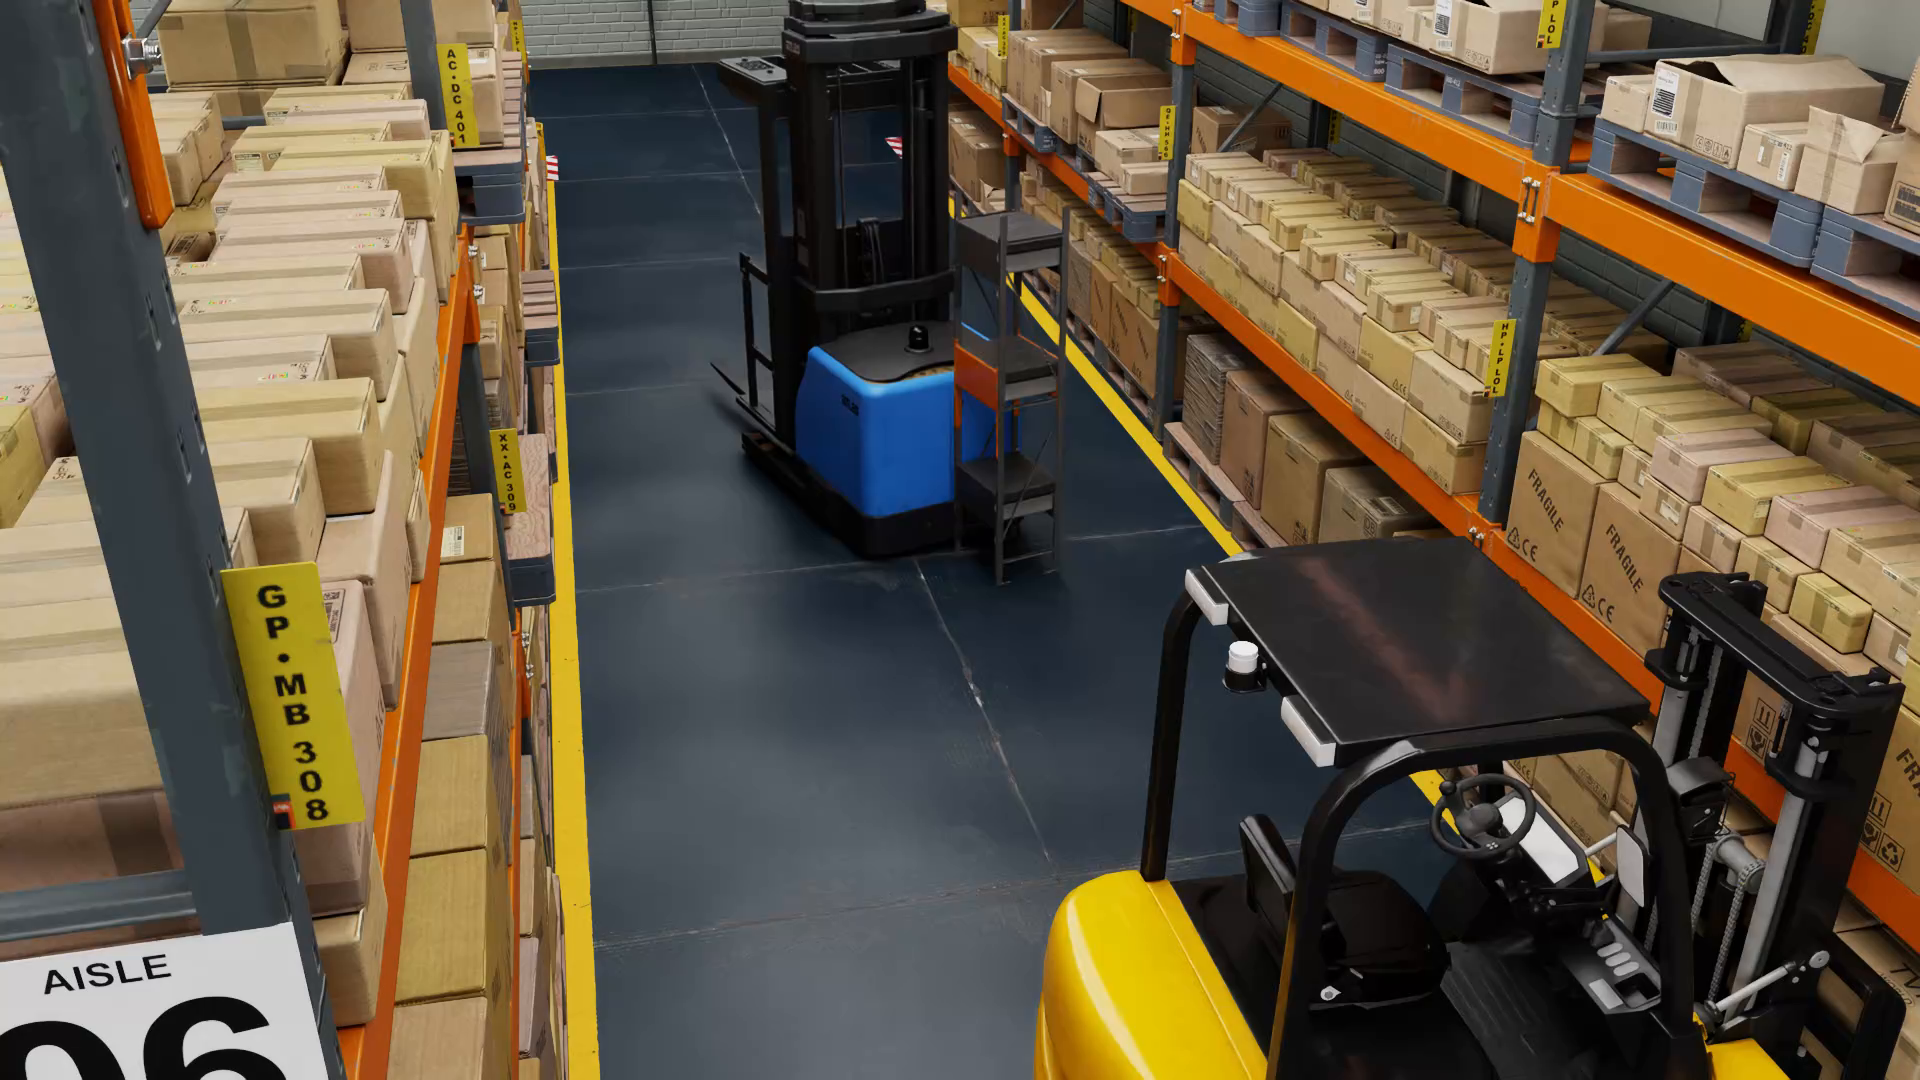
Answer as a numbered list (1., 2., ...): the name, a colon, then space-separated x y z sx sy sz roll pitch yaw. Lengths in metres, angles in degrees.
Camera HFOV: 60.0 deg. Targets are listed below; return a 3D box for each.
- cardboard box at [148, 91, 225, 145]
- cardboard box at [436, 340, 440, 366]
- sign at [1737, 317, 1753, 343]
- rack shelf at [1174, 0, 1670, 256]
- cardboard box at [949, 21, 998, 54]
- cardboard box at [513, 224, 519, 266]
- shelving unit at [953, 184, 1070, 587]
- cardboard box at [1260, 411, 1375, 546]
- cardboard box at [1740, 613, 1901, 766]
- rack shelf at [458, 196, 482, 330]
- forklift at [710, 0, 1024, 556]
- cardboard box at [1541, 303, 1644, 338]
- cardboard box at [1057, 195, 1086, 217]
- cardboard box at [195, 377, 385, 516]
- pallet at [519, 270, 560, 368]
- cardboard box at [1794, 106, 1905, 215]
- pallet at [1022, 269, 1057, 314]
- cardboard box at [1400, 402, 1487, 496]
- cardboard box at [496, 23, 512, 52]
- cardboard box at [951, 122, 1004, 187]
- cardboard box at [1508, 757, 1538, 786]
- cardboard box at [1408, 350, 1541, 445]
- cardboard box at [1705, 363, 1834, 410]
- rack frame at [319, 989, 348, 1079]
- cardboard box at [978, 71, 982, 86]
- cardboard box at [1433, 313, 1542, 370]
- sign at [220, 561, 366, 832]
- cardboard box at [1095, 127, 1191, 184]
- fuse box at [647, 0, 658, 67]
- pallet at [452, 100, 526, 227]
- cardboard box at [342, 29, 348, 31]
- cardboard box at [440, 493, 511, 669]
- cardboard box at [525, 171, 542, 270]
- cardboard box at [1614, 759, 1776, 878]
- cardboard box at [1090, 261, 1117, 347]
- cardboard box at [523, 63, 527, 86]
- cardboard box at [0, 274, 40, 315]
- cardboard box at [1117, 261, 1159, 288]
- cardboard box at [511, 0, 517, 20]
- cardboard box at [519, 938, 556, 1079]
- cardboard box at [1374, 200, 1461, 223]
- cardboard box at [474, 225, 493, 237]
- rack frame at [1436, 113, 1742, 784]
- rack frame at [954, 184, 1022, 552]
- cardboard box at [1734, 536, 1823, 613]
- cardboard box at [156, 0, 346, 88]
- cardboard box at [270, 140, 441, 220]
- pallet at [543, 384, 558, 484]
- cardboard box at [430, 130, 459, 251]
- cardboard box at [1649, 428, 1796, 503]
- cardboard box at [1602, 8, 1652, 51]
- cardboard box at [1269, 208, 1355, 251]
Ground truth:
1. cardboard box: -2.391 -1.210 4.884 0.380 0.149 0.250 -6 27 -13
2. cardboard box: -1.557 -0.465 4.292 0.380 0.149 0.250 -5 27 -10
3. sign: 3.232 -0.783 6.924 0.100 0.325 0.005 -6 27 -12
4. rack shelf: 2.241 -2.200 8.250 1.077 0.370 4.000 -6 27 -12
5. cardboard box: 0.194 -4.746 15.660 0.500 0.250 0.500 -7 28 -13
6. cardboard box: -2.672 -1.748 8.978 0.500 0.500 0.500 -7 28 -13
7. shelving unit: 0.264 -0.817 9.039 0.431 2.100 0.503 -14 30 -25
8. cardboard box: 2.224 -0.331 9.246 0.875 0.625 0.625 -7 28 -14
9. cardboard box: 2.879 0.544 5.232 0.500 0.500 0.500 -6 27 -11
10. rack shelf: -2.594 -1.695 7.248 1.077 0.370 4.000 -6 27 -12
11. forklift: -0.760 -1.851 10.165 1.130 2.935 3.031 -14 30 -25
12. cardboard box: 2.812 -0.938 7.448 0.380 0.149 0.250 -7 28 -13
13. cardboard box: 0.992 -2.649 13.257 0.380 0.149 0.250 -6 27 -12
14. cardboard box: -1.176 -0.145 2.774 0.380 0.149 0.250 -6 27 -12
15. pallet: -2.781 -1.167 8.946 1.213 0.211 1.003 -6 27 -12
16. cardboard box: 2.730 -1.133 4.909 0.396 0.266 0.258 -7 28 -13
17. pallet: 1.109 -2.218 13.911 1.003 0.211 1.213 -6 27 -12
18. cardboard box: 2.323 -0.432 7.444 0.500 0.250 0.500 -5 27 -10
19. cardboard box: -3.477 -3.405 11.946 0.500 0.500 0.500 -5 27 -11
20. cardboard box: 0.209 -3.744 16.148 0.500 0.500 0.500 -5 27 -11
21. cardboard box: 2.500 0.756 6.954 0.500 0.250 0.500 -6 27 -12
22. cardboard box: 2.332 -0.650 7.321 0.500 0.250 0.500 -7 28 -13
23. cardboard box: 3.074 -0.548 6.345 0.380 0.149 0.250 -7 28 -13
24. rack frame: -1.242 1.957 2.543 1.000 3.000 0.127 -6 27 -12
25. cardboard box: 0.376 -4.160 14.942 0.380 0.149 0.250 -5 27 -10
26. cardboard box: 2.322 -0.878 7.329 0.380 0.149 0.250 -6 27 -12
27. sign: -0.714 0.173 1.780 0.100 0.325 0.005 -6 27 -12
28. cardboard box: 1.237 -2.611 11.295 0.500 0.250 0.500 -7 28 -14
29. fuse box: -4.062 -7.114 21.945 0.539 1.711 0.414 -6 27 -12
30. pallet: -2.179 -1.336 5.947 1.213 0.211 1.003 -6 27 -12
31. cardboard box: -2.639 -1.947 6.649 0.500 0.250 0.500 -6 27 -11
32. cardboard box: -1.801 0.194 5.596 0.500 0.500 0.500 -7 28 -13
33. cardboard box: -3.729 -2.286 12.841 0.875 0.875 0.875 -5 27 -10
34. cardboard box: 2.724 0.976 5.963 0.500 0.250 0.500 -5 27 -10
35. cardboard box: 1.262 -1.746 12.188 0.500 0.500 0.500 -5 27 -9
36. cardboard box: -4.128 -4.254 14.739 0.500 0.500 0.500 -5 27 -10
37. cardboard box: -1.984 -0.414 3.306 0.380 0.149 0.250 -5 27 -10
38. cardboard box: 1.324 -1.849 11.673 0.380 0.149 0.250 -7 28 -13
39. cardboard box: -4.030 -4.484 14.084 0.500 0.500 0.500 -5 27 -11
40. cardboard box: -1.516 1.586 5.032 0.500 0.500 0.500 -5 27 -9
41. cardboard box: 2.471 -1.725 9.007 0.380 0.149 0.250 -6 27 -12
42. cardboard box: -2.401 -1.520 7.805 0.380 0.149 0.250 -7 28 -14
43. rack frame: 2.692 -0.304 7.024 1.000 3.000 0.127 -6 27 -12
44. rack frame: 0.149 -0.914 9.231 0.400 2.100 0.015 -14 30 -25
45. cardboard box: 2.768 0.093 5.406 0.380 0.149 0.250 -7 28 -13
46. cardboard box: -2.398 -1.723 5.651 0.500 0.250 0.500 -5 27 -10
47. cardboard box: -1.568 -0.934 4.337 0.380 0.149 0.250 -5 27 -10
48. pallet: -3.149 -0.664 10.831 1.003 0.211 1.213 -6 27 -12
49. cardboard box: -1.781 -1.036 4.982 0.500 0.250 0.500 -6 27 -12
50. cardboard box: 2.645 -0.261 5.778 0.380 0.149 0.250 -5 27 -10
51. cardboard box: 2.692 -2.156 7.065 0.380 0.149 0.250 -6 27 -12
52. cardboard box: 1.876 -1.659 8.878 0.380 0.149 0.250 -5 27 -11
